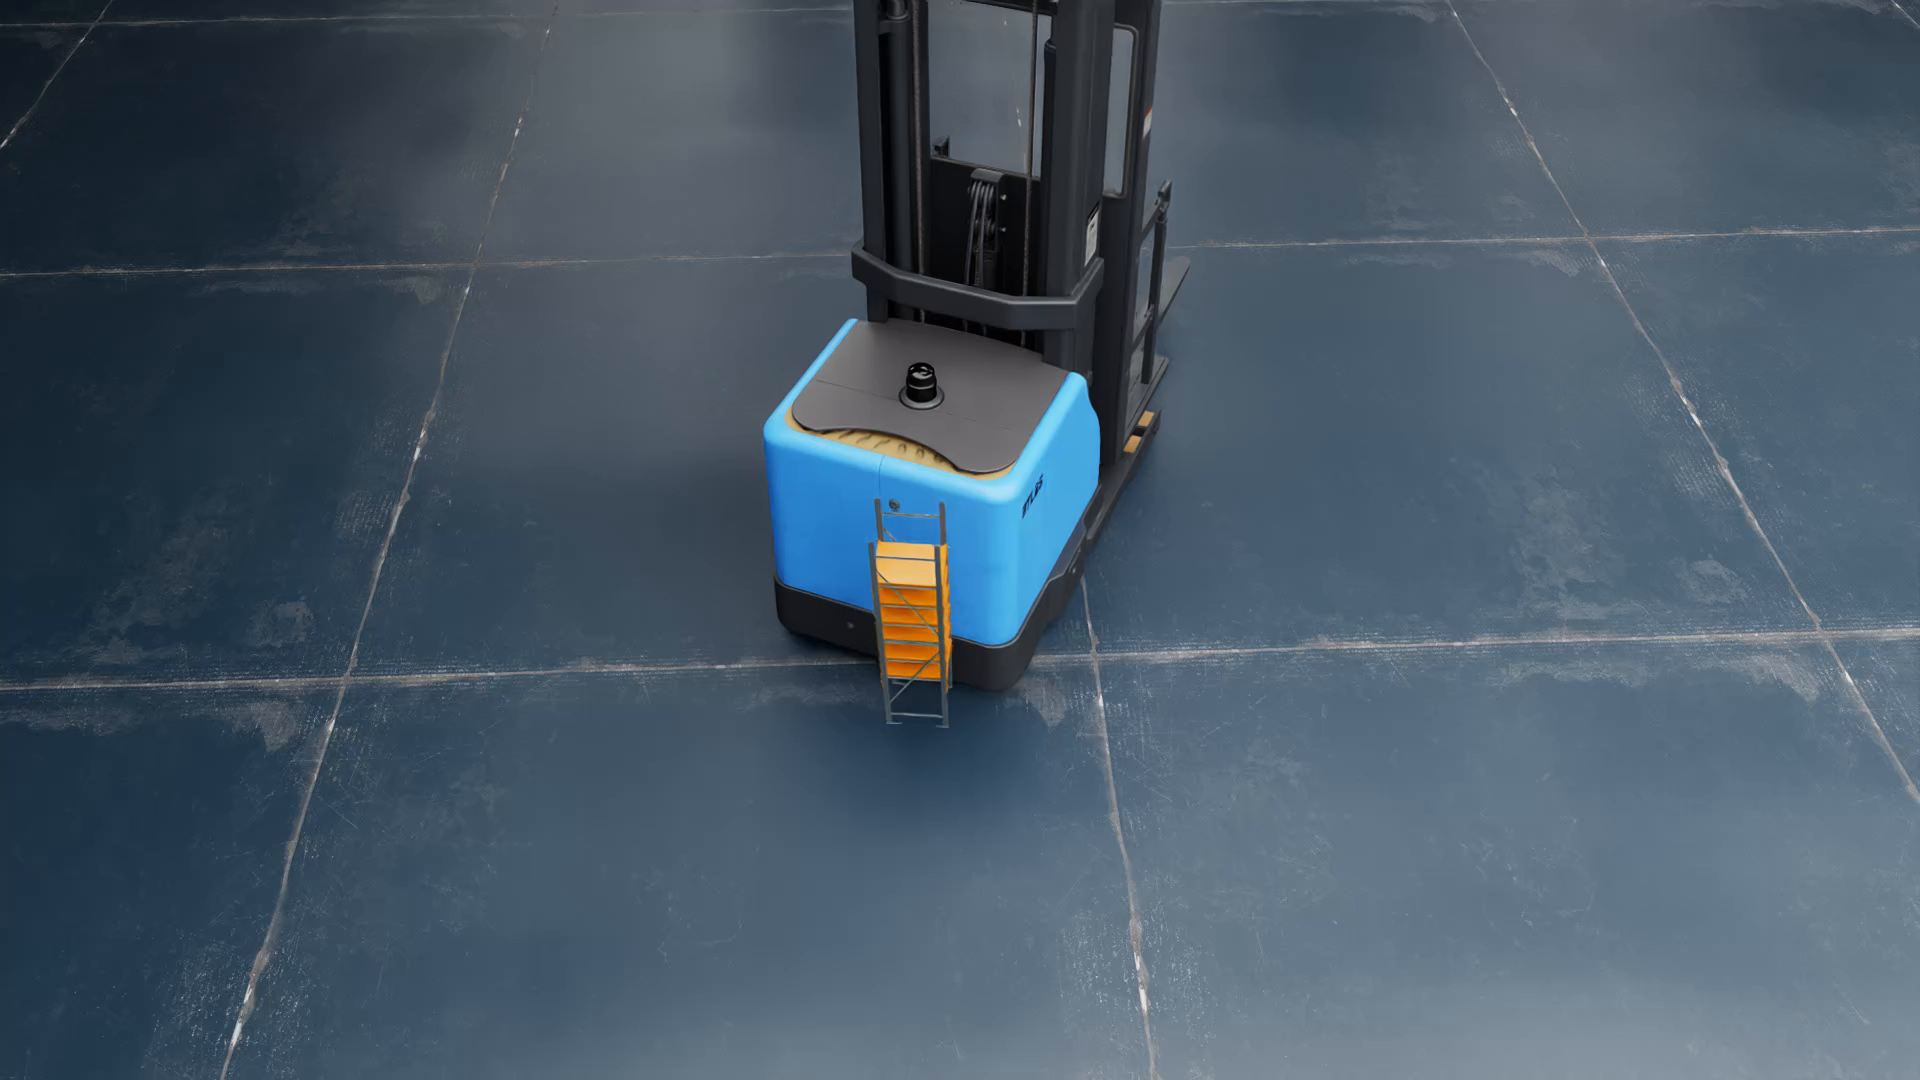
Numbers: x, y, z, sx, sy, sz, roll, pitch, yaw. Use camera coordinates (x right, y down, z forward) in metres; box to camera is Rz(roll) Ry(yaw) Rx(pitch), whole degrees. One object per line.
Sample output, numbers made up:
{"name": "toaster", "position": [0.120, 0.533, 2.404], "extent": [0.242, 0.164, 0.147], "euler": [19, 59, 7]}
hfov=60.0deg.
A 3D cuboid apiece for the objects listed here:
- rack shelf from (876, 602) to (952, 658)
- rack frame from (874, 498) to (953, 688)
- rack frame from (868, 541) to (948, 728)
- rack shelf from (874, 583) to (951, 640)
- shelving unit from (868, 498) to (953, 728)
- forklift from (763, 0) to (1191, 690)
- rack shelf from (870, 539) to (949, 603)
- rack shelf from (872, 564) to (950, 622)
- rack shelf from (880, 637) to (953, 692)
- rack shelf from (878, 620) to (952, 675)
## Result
{"name": "rack shelf", "position": [-0.167, 0.320, 6.067], "extent": [0.258, 0.103, 0.180], "euler": [3, 54, 4]}
{"name": "rack frame", "position": [-0.159, 0.220, 6.084], "extent": [0.240, 1.200, 0.006], "euler": [3, 54, 4]}
{"name": "rack frame", "position": [-0.175, 0.367, 5.977], "extent": [0.240, 1.200, 0.006], "euler": [3, 54, 4]}
{"name": "rack shelf", "position": [-0.169, 0.249, 5.970], "extent": [0.258, 0.103, 0.180], "euler": [3, 54, 4]}
{"name": "shelving unit", "position": [-0.167, 0.294, 6.031], "extent": [0.258, 1.200, 0.189], "euler": [3, 54, 4]}
{"name": "forklift", "position": [0.285, -1.498, 6.715], "extent": [1.130, 2.935, 3.031], "euler": [16, 45, 16]}
{"name": "rack shelf", "position": [-0.173, 0.108, 5.776], "extent": [0.258, 0.103, 0.180], "euler": [3, 54, 4]}
{"name": "rack shelf", "position": [-0.171, 0.178, 5.873], "extent": [0.258, 0.103, 0.180], "euler": [3, 54, 4]}
{"name": "rack shelf", "position": [-0.162, 0.462, 6.260], "extent": [0.258, 0.103, 0.180], "euler": [3, 54, 4]}
{"name": "rack shelf", "position": [-0.165, 0.391, 6.163], "extent": [0.258, 0.103, 0.180], "euler": [3, 54, 4]}
